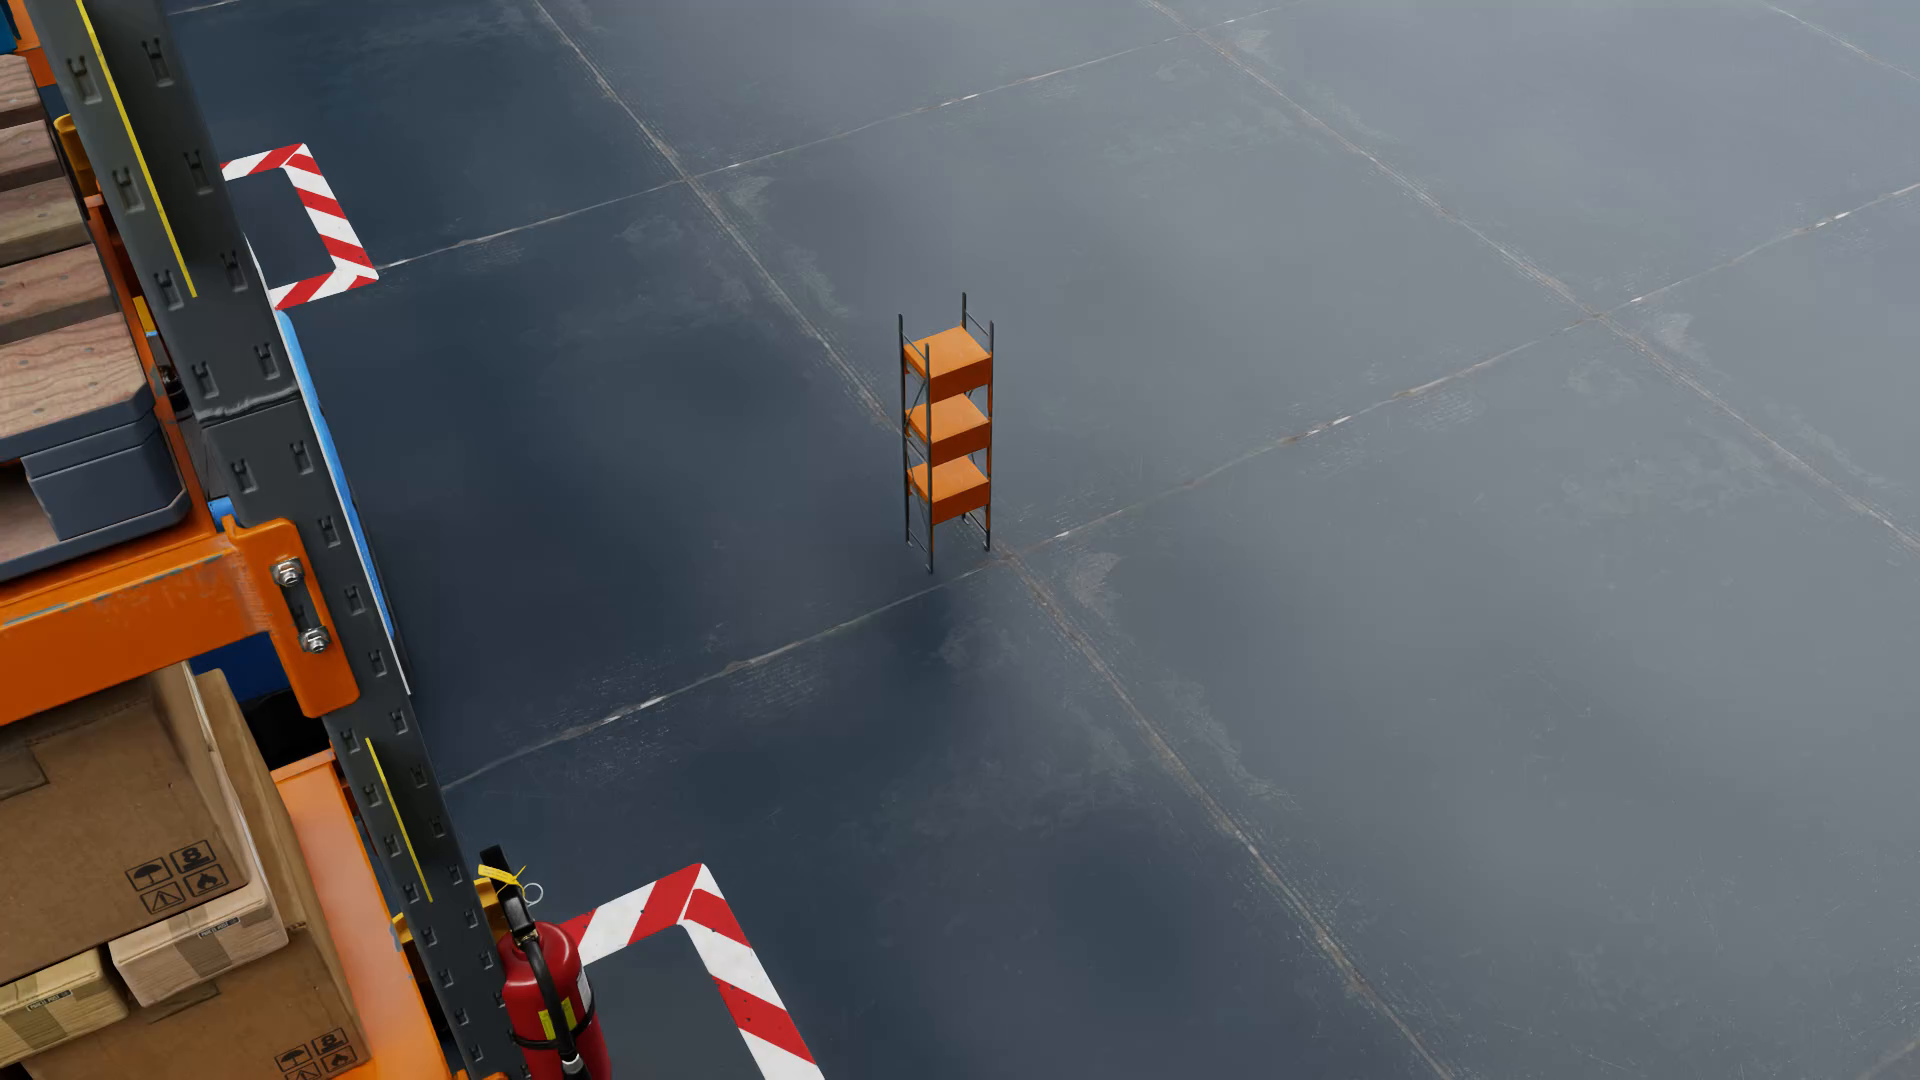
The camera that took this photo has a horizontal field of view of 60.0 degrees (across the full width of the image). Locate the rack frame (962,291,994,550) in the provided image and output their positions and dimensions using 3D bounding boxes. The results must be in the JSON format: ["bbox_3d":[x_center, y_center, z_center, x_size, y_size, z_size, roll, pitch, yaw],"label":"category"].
[{"bbox_3d":[0.059,-0.401,5.909,0.008,1.050,0.200,-22,48,-21],"label":"rack frame"}]

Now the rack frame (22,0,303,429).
[{"bbox_3d":[-1.146,-1.539,1.374,0.127,3.000,1.000,-22,48,-21],"label":"rack frame"}]

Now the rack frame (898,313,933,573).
[{"bbox_3d":[-0.152,-0.316,5.822,0.008,1.050,0.200,-22,48,-21],"label":"rack frame"}]

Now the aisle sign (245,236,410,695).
[{"bbox_3d":[-0.943,-0.164,2.399,0.004,0.787,0.394,-22,48,-21],"label":"aisle sign"}]

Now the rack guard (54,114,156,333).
[{"bbox_3d":[-3.653,-1.426,7.361,0.348,0.500,1.175,-22,48,-21],"label":"rack guard"}]

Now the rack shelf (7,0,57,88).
[{"bbox_3d":[-5.344,-1.426,6.082,4.000,0.370,1.077,-22,48,-21],"label":"rack shelf"}]

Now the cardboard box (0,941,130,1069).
[{"bbox_3d":[-1.609,0.685,2.853,0.250,0.149,0.380,-21,48,-20],"label":"cardboard box"}]

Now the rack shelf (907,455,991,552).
[{"bbox_3d":[-0.046,-0.151,6.066,0.240,0.259,0.215,-22,48,-21],"label":"rack shelf"}]

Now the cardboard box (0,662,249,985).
[{"bbox_3d":[-1.603,0.285,2.799,0.500,0.500,0.700,-22,48,-21],"label":"cardboard box"}]

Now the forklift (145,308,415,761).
[{"bbox_3d":[-3.404,-0.336,4.491,3.031,2.935,1.130,-18,47,-18],"label":"forklift"}]

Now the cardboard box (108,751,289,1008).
[{"bbox_3d":[-1.382,0.593,2.947,0.250,0.149,0.380,-23,49,-22],"label":"cardboard box"}]

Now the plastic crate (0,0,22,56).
[{"bbox_3d":[-3.895,-1.971,6.233,0.616,0.251,0.499,-22,48,-21],"label":"plastic crate"}]

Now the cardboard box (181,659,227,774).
[{"bbox_3d":[-1.593,0.352,3.196,0.250,0.149,0.380,-22,48,-21],"label":"cardboard box"}]

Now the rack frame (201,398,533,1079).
[{"bbox_3d":[-1.146,0.614,3.463,0.127,3.000,1.000,-22,48,-21],"label":"rack frame"}]

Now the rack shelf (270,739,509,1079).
[{"bbox_3d":[-2.880,1.566,2.999,4.000,0.370,1.077,-22,48,-21],"label":"rack shelf"}]

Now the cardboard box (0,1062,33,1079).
[{"bbox_3d":[-2.010,0.918,3.079,0.500,0.500,0.700,-21,48,-20],"label":"cardboard box"}]

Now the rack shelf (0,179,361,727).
[{"bbox_3d":[-2.880,0.490,1.954,4.000,0.370,1.077,-22,48,-21],"label":"rack shelf"}]

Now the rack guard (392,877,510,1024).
[{"bbox_3d":[-1.125,1.503,4.342,0.348,0.500,1.175,-22,48,-21],"label":"rack guard"}]

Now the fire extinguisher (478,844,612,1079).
[{"bbox_3d":[-0.812,0.881,3.244,0.183,0.674,0.296,-22,48,-21],"label":"fire extinguisher"}]

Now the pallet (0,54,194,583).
[{"bbox_3d":[-1.772,-0.201,2.213,1.213,0.211,1.003,-22,48,-21],"label":"pallet"}]

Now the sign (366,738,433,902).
[{"bbox_3d":[-0.888,0.446,2.635,0.005,0.325,0.100,-22,48,-21],"label":"sign"}]

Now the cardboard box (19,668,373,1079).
[{"bbox_3d":[-1.557,0.733,3.270,0.500,0.500,0.700,-22,48,-21],"label":"cardboard box"}]

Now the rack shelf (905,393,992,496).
[{"bbox_3d":[-0.046,-0.351,5.873,0.240,0.259,0.215,-22,48,-21],"label":"rack shelf"}]

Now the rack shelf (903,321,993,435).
[{"bbox_3d":[-0.046,-0.554,5.675,0.240,0.259,0.215,-22,48,-21],"label":"rack shelf"}]

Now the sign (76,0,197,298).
[{"bbox_3d":[-0.888,-0.419,1.795,0.005,0.325,0.100,-22,48,-21],"label":"sign"}]

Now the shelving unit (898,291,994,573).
[{"bbox_3d":[-0.046,-0.358,5.865,0.252,1.050,0.215,-22,48,-21],"label":"shelving unit"}]
